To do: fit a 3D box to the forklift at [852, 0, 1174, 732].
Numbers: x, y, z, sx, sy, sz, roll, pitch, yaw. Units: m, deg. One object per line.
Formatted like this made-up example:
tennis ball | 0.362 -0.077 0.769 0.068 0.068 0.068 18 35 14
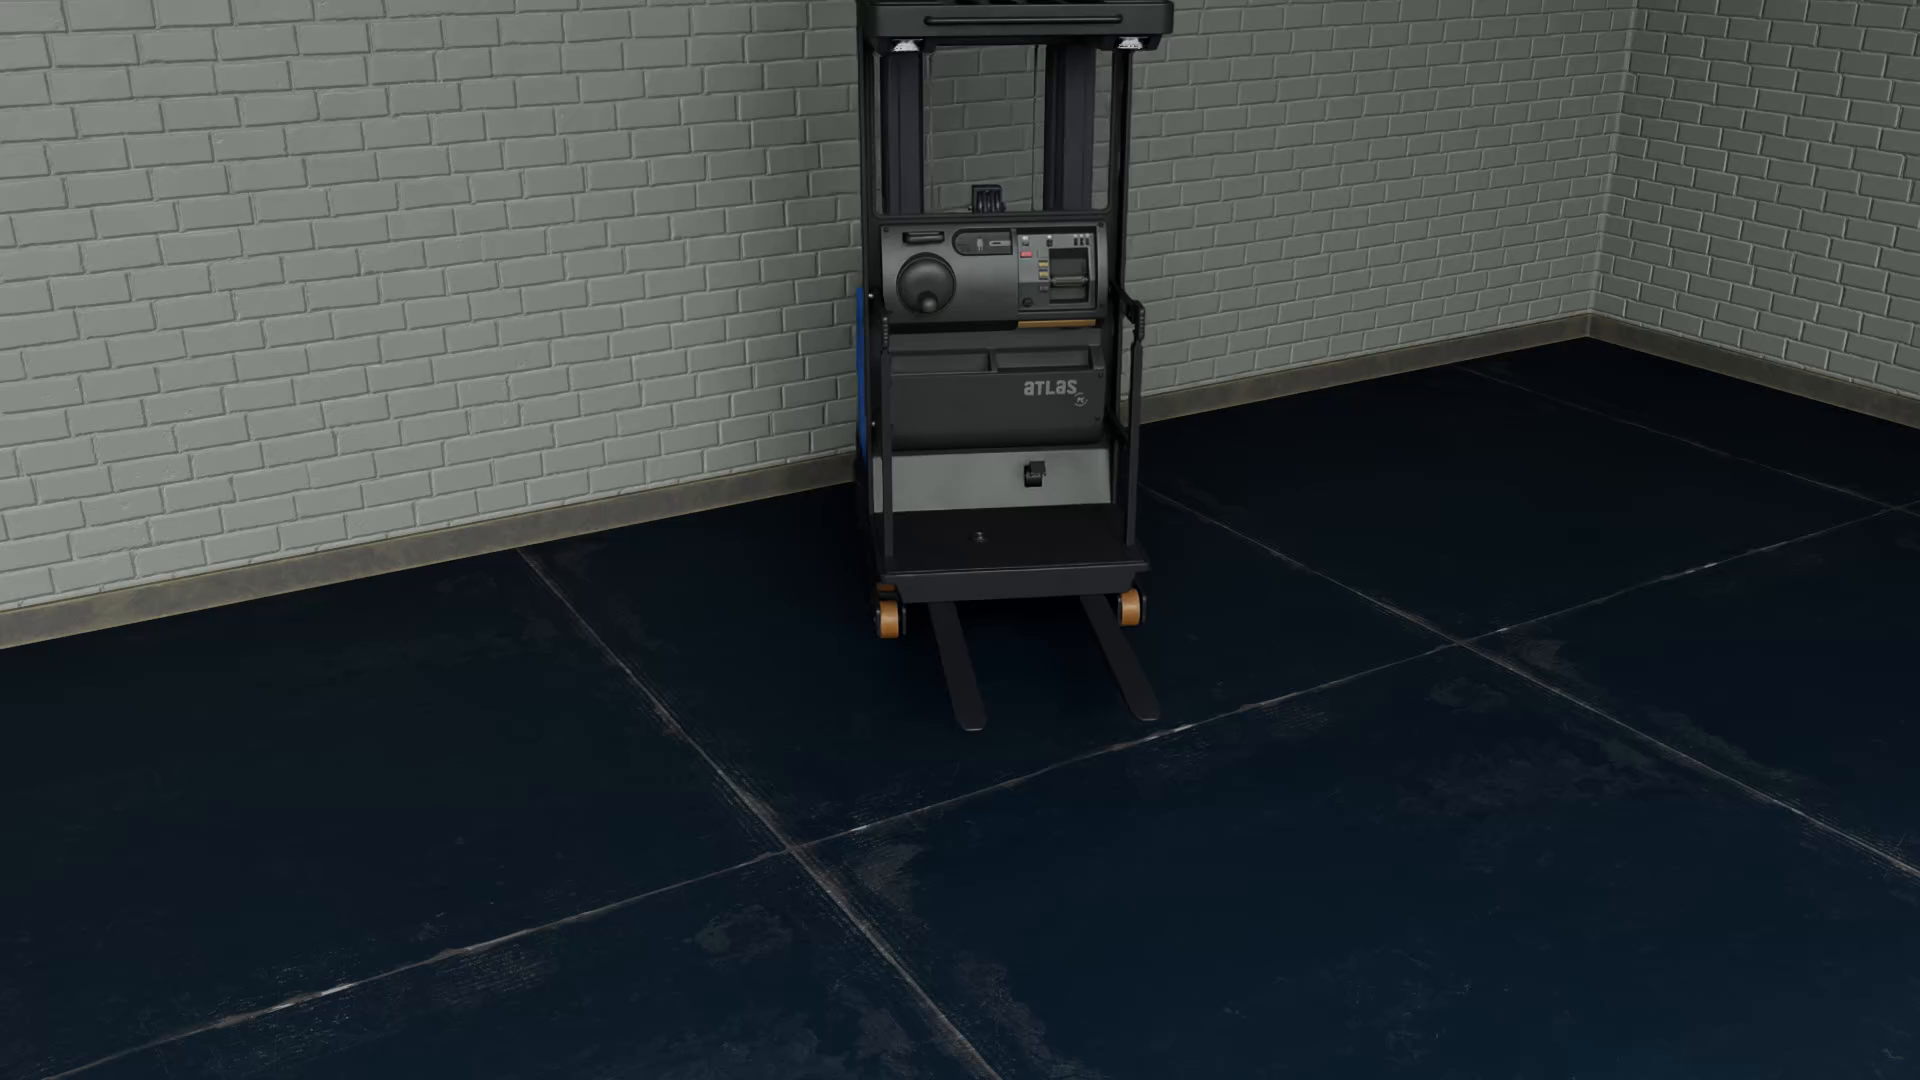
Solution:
forklift | 0.170 -1.087 6.594 1.130 2.935 3.031 -3 22 -6
